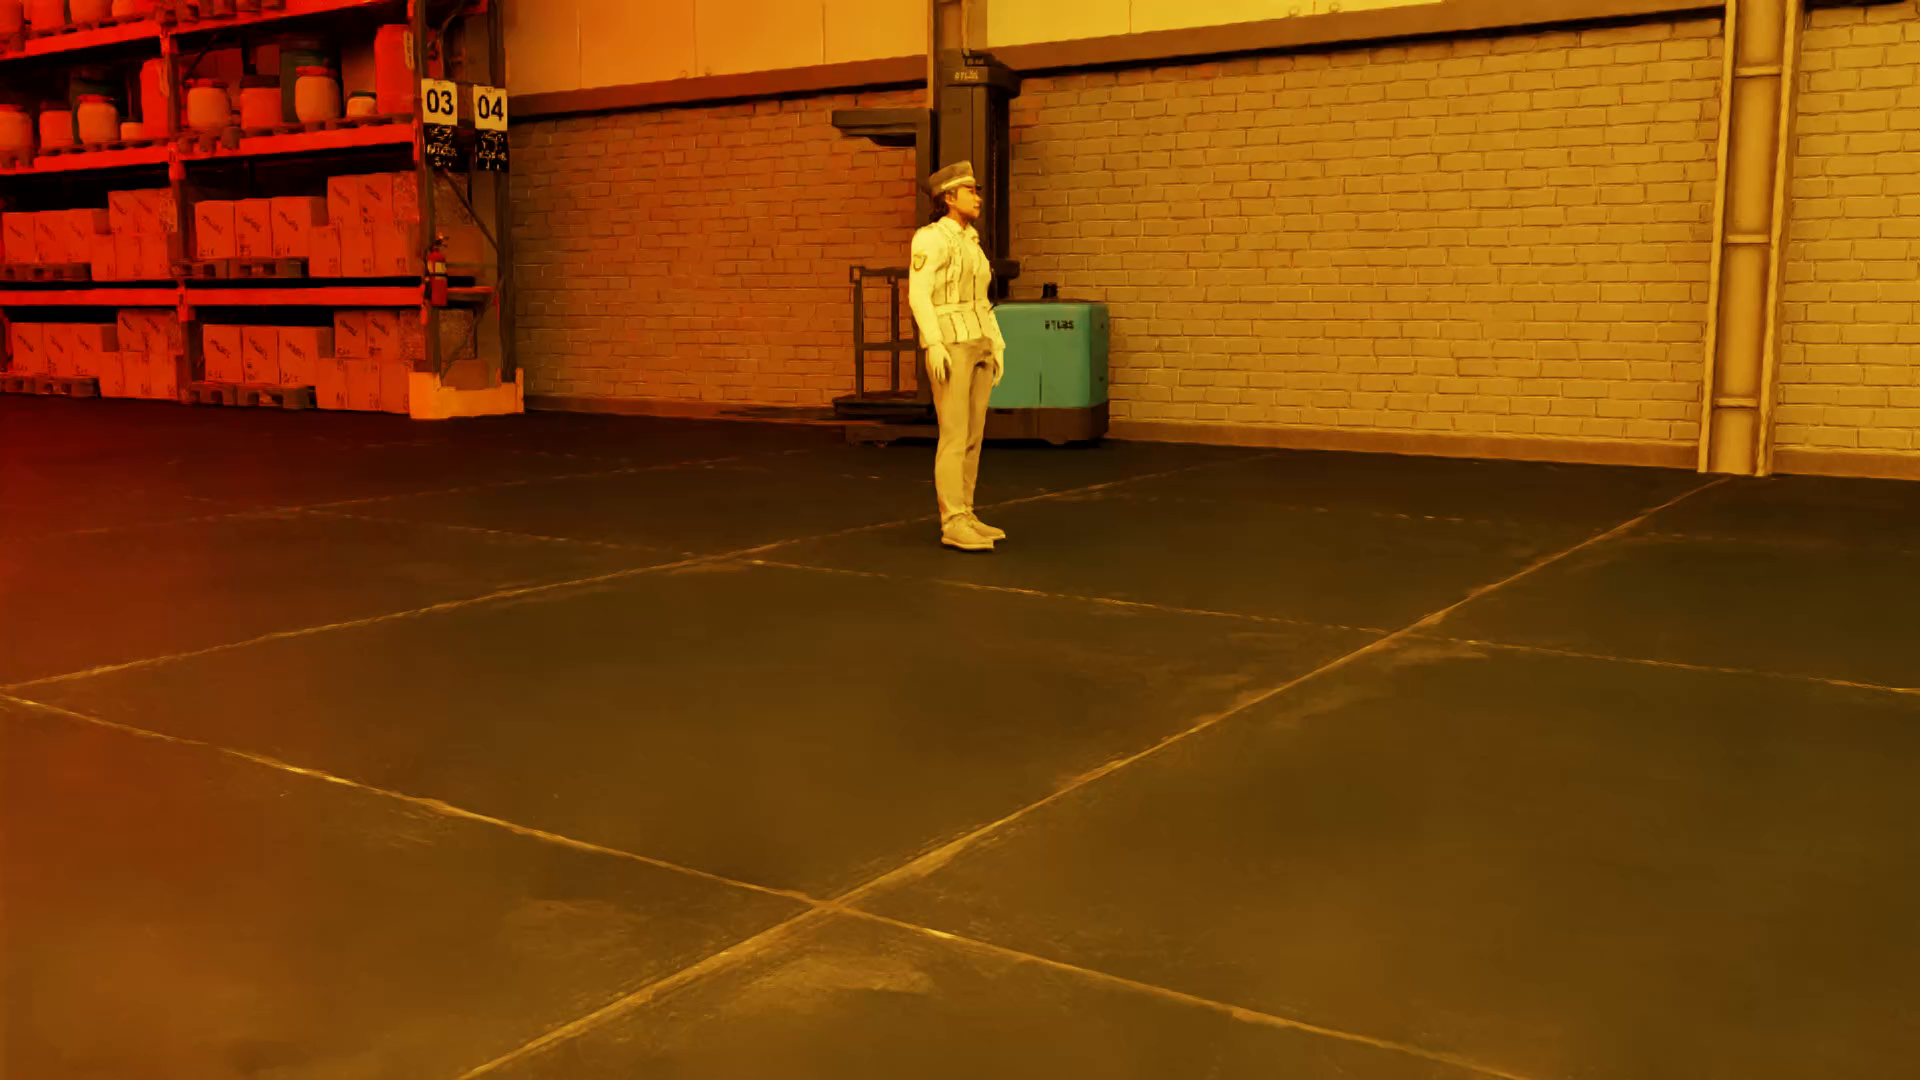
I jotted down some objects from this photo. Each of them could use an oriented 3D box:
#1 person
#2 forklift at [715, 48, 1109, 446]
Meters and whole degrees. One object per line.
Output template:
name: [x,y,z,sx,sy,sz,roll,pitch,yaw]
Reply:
person: [0.052,-0.840,7.440,0.532,1.695,0.586,5,10,34]
forklift: [-0.392,-2.237,12.927,3.031,2.935,1.130,2,8,14]
